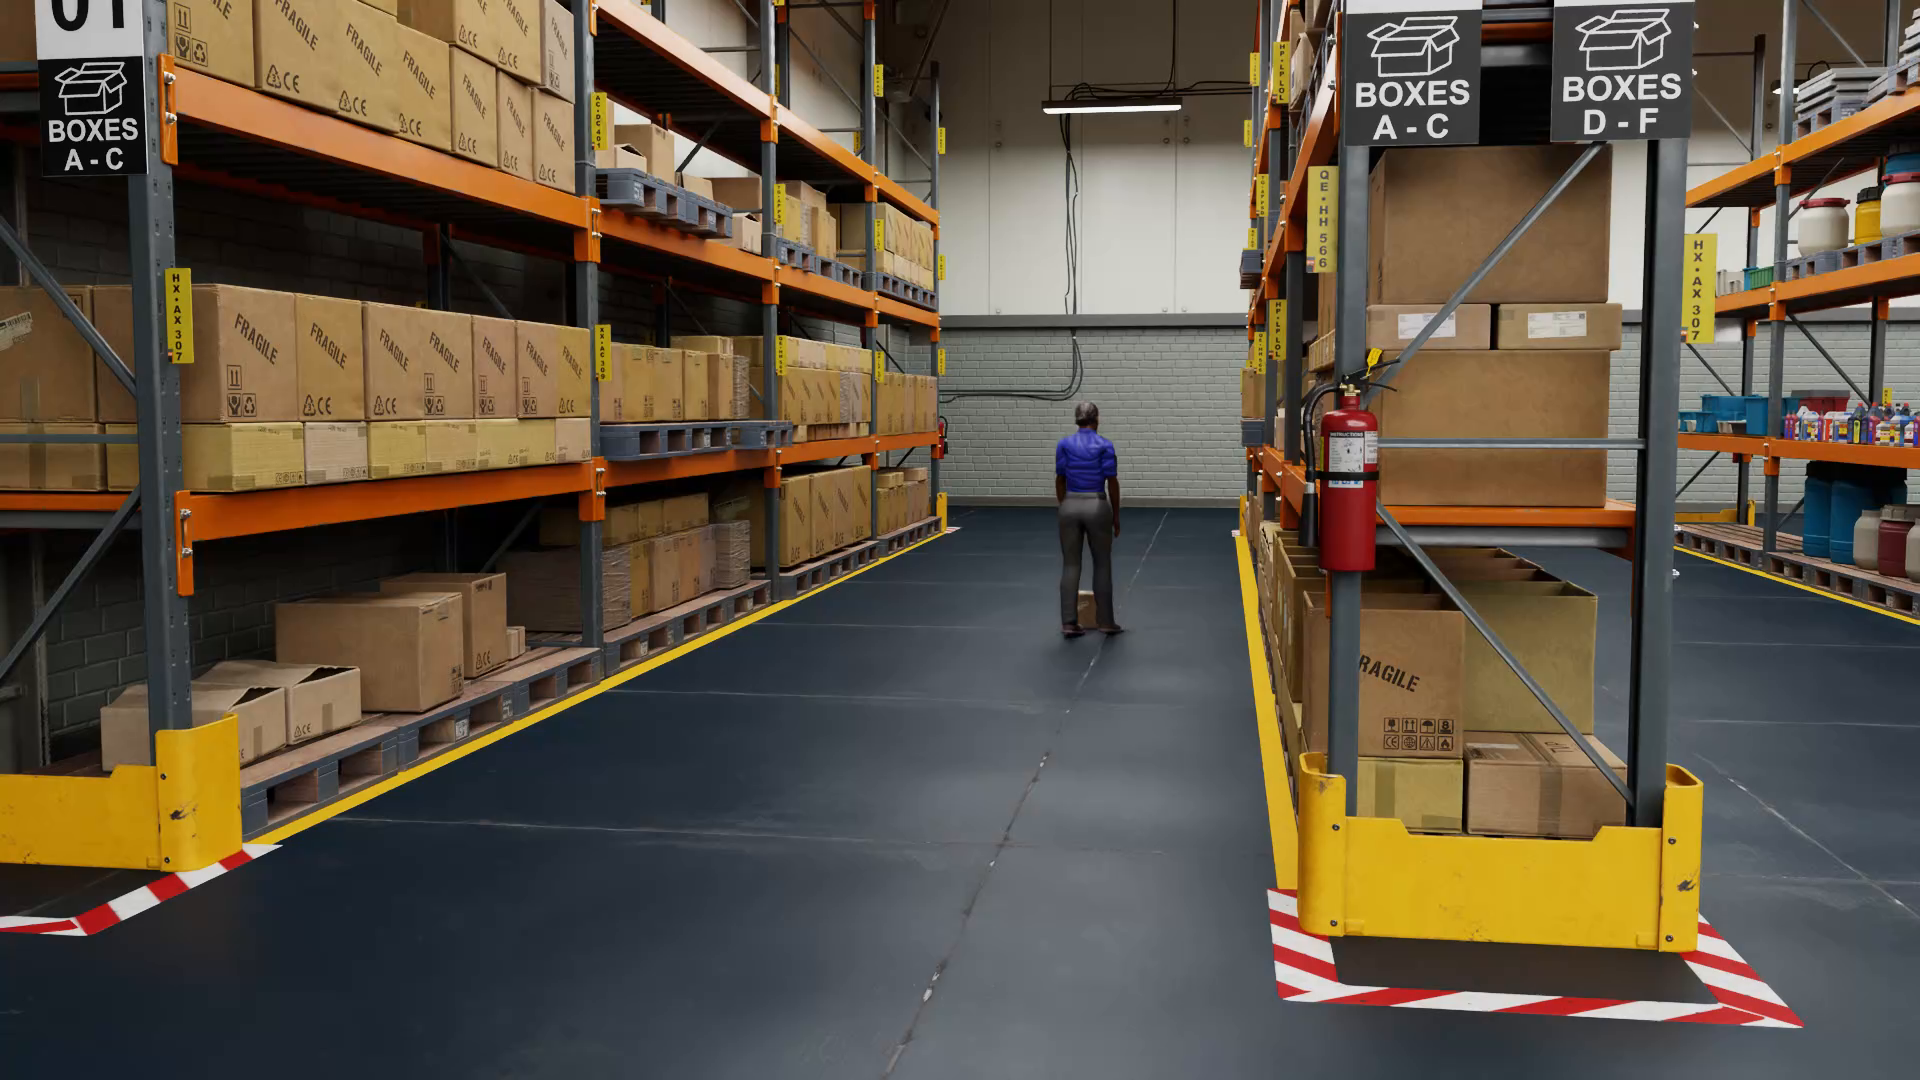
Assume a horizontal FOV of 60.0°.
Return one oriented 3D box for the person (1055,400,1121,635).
[{"bbox_3d":[0.907,-0.152,11.798,0.463,1.652,0.517,1,5,16],"label":"person"}]
